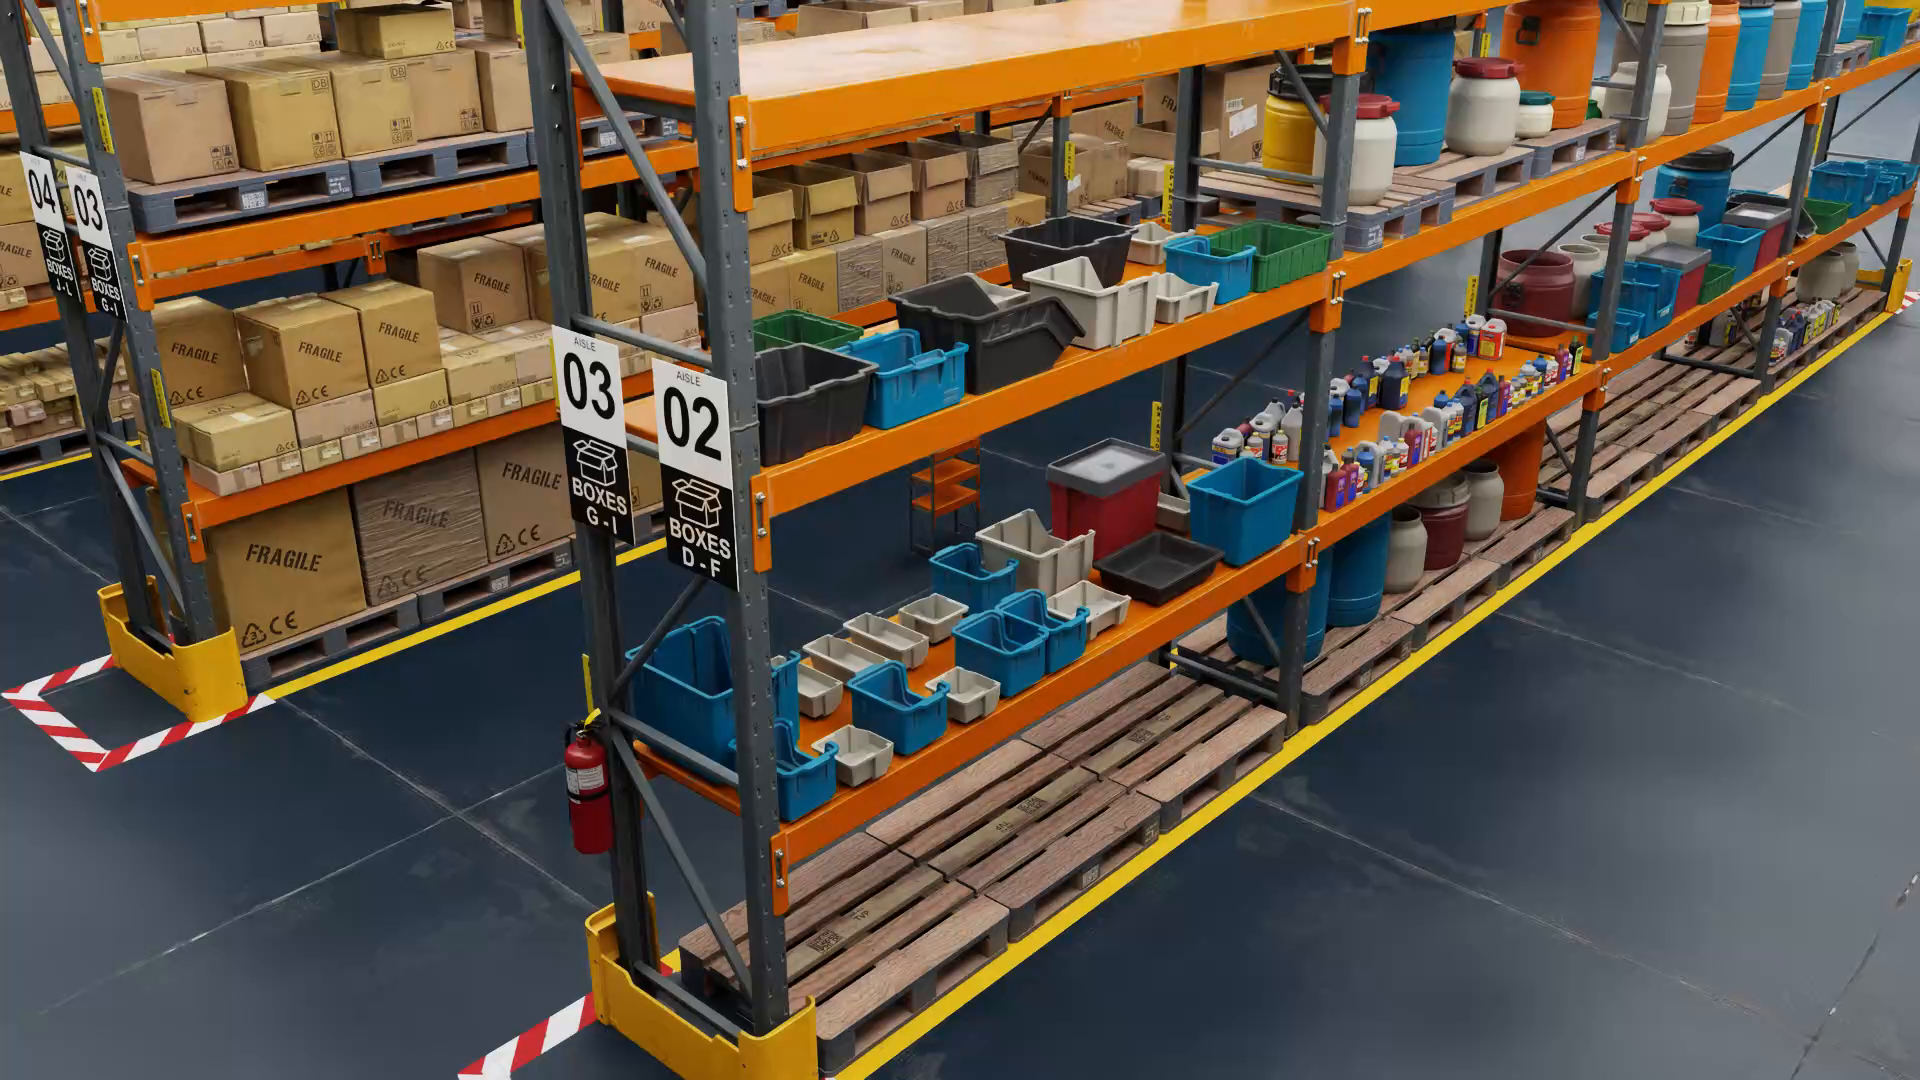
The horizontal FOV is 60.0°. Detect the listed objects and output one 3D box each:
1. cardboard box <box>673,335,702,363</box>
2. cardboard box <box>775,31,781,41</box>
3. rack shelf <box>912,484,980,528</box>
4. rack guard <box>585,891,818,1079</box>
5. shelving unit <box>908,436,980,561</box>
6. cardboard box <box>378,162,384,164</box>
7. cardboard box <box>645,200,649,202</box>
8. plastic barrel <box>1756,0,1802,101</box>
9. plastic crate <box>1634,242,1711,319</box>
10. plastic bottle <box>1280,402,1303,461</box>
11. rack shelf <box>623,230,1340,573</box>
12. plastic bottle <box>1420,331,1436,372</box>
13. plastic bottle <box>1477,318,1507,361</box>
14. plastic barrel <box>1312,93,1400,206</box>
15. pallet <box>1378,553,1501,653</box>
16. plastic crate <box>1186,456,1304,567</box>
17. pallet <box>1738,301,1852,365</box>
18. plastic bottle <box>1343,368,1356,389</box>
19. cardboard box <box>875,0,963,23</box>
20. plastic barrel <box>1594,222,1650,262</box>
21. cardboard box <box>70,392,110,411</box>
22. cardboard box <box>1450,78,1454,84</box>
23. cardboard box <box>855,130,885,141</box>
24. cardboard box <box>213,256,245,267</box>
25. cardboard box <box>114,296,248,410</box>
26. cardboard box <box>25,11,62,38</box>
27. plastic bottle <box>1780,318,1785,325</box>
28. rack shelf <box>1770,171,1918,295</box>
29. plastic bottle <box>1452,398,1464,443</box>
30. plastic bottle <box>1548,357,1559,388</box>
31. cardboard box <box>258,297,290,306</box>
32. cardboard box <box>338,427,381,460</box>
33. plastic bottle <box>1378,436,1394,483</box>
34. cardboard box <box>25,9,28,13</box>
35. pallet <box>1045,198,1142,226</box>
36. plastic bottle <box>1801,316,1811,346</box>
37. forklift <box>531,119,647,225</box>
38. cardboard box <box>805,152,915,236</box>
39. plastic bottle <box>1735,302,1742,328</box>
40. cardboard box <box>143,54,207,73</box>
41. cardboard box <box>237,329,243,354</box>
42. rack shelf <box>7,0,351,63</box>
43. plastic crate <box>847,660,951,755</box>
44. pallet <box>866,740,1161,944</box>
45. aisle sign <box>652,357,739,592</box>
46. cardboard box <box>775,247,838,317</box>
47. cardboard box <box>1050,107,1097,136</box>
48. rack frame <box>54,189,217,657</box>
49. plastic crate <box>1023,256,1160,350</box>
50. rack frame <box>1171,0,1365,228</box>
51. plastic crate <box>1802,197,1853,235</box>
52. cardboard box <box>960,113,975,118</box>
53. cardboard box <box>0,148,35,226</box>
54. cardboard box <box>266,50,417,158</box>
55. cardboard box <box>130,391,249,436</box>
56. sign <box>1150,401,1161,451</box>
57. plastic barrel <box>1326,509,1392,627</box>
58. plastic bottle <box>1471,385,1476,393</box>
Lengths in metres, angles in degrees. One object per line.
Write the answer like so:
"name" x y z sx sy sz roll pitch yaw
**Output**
"cardboard box" -2.087 -1.419 12.027 0.380 0.149 0.250 20 31 38
"cardboard box" -3.005 -7.407 24.590 0.500 0.500 0.500 20 31 37
"rack shelf" -0.110 -0.254 11.972 0.258 0.148 0.480 20 31 38
"rack guard" -1.115 2.007 7.135 1.175 0.500 0.348 20 31 38
"shelving unit" -0.110 -0.497 11.863 0.258 1.200 0.503 20 31 38
"cardboard box" -5.149 -3.444 15.303 0.380 0.149 0.250 22 32 40
"cardboard box" -3.725 -3.569 18.140 0.500 0.250 0.500 18 30 35
"plastic barrel" 6.286 -3.985 13.163 0.600 0.901 0.600 0 24 0
"plastic crate" 5.537 -2.020 12.982 0.402 0.464 0.583 20 31 38
"plastic bottle" 2.038 -0.671 10.112 0.144 0.351 0.185 20 31 38
"rack shelf" 0.226 -0.795 7.540 1.077 0.370 4.000 20 31 38
"plastic bottle" 3.269 -1.316 11.633 0.061 0.283 0.133 20 31 38
"plastic bottle" 3.814 -1.441 11.919 0.152 0.276 0.135 20 31 38
"plastic barrel" 2.099 -2.078 8.843 0.433 0.535 0.433 0 24 0
"pallet" 2.921 0.312 11.268 1.003 0.211 1.213 20 31 38
"plastic crate" 1.503 -0.148 8.832 0.392 0.384 0.575 20 31 38
"pallet" 8.193 -2.095 16.636 1.003 0.211 1.213 20 31 38
"plastic bottle" 2.528 -0.978 10.879 0.061 0.283 0.133 20 31 38
"cardboard box" -0.322 -4.048 13.282 0.500 0.500 0.500 22 32 40
"plastic barrel" 5.320 -2.276 13.465 0.433 0.535 0.433 0 24 0
"cardboard box" -7.309 -1.214 13.870 0.380 0.149 0.250 21 32 39
"cardboard box" 5.494 -5.393 20.098 0.875 0.500 0.500 20 31 38
"cardboard box" -1.238 -5.044 19.683 0.500 0.500 0.500 21 31 38
"cardboard box" -6.433 -2.499 14.437 0.380 0.149 0.250 19 30 35
"cardboard box" -4.668 -1.127 9.972 0.500 0.500 0.500 21 31 38
"cardboard box" -7.116 -4.000 12.896 0.380 0.149 0.250 21 32 39
"plastic bottle" 7.754 -1.967 15.738 0.097 0.271 0.097 0 24 0
"rack shelf" 8.235 -3.082 16.308 1.077 0.370 4.000 20 31 38
"plastic bottle" 3.089 -0.752 10.390 0.097 0.271 0.097 0 24 0
"plastic bottle" 4.033 -1.151 11.366 0.097 0.201 0.097 0 24 0
"cardboard box" -6.366 -2.147 15.588 0.380 0.149 0.250 22 32 40
"cardboard box" -3.801 -0.637 10.283 0.380 0.149 0.250 20 31 37
"plastic bottle" 2.495 -0.481 9.785 0.097 0.271 0.097 0 24 0
"cardboard box" -7.542 -4.156 13.242 0.380 0.149 0.250 21 32 39
"pallet" 0.938 -3.093 15.689 1.213 0.211 1.003 20 31 38
"plastic bottle" 8.015 -1.991 15.779 0.061 0.283 0.133 22 32 40
"forklift" -2.983 -2.808 14.901 1.130 2.935 3.031 19 31 36
"cardboard box" -0.838 -2.816 13.487 0.797 0.503 0.637 21 32 39
"plastic bottle" 7.552 -2.174 16.186 0.061 0.283 0.133 20 31 38
"cardboard box" -6.561 -3.874 13.713 0.500 0.250 0.500 20 31 37
"cardboard box" -6.443 -1.752 14.706 0.380 0.149 0.250 18 30 35
"rack shelf" -3.463 -3.333 10.025 1.077 0.370 4.000 20 31 38
"plastic crate" -0.260 0.718 7.084 0.416 0.233 0.300 20 31 38
"pallet" 0.285 1.517 8.580 1.003 0.211 1.213 20 31 38
"aisle sign" -0.936 -0.228 5.886 0.394 0.787 0.004 20 31 38
"cardboard box" -1.300 -1.987 12.864 0.500 0.500 0.500 20 31 38
"cardboard box" 1.266 -5.486 22.874 0.875 0.875 0.875 20 31 37
"rack frame" -4.797 -0.497 9.664 1.000 3.000 0.127 20 31 38
"plastic crate" 0.600 -1.051 7.376 0.437 0.282 0.530 20 31 38
"rack frame" 1.561 -3.101 8.138 1.000 3.000 0.127 20 31 38
"plastic crate" 8.016 -3.041 15.596 0.450 0.188 0.662 20 31 38
"cardboard box" -0.177 -5.723 21.135 0.875 0.550 0.550 20 31 38
"cardboard box" -7.594 -2.740 12.958 0.500 0.500 0.500 21 32 39
"cardboard box" -3.716 -2.631 9.999 0.700 0.500 0.500 18 30 34
"cardboard box" -4.672 -0.785 10.125 0.500 0.250 0.500 20 31 37
"sign" 1.152 -0.641 9.645 0.100 0.325 0.005 20 31 38
"plastic barrel" 2.409 0.025 10.550 0.600 0.901 0.708 20 31 38
"plastic bottle" 3.257 -0.861 10.617 0.061 0.283 0.133 20 31 38
